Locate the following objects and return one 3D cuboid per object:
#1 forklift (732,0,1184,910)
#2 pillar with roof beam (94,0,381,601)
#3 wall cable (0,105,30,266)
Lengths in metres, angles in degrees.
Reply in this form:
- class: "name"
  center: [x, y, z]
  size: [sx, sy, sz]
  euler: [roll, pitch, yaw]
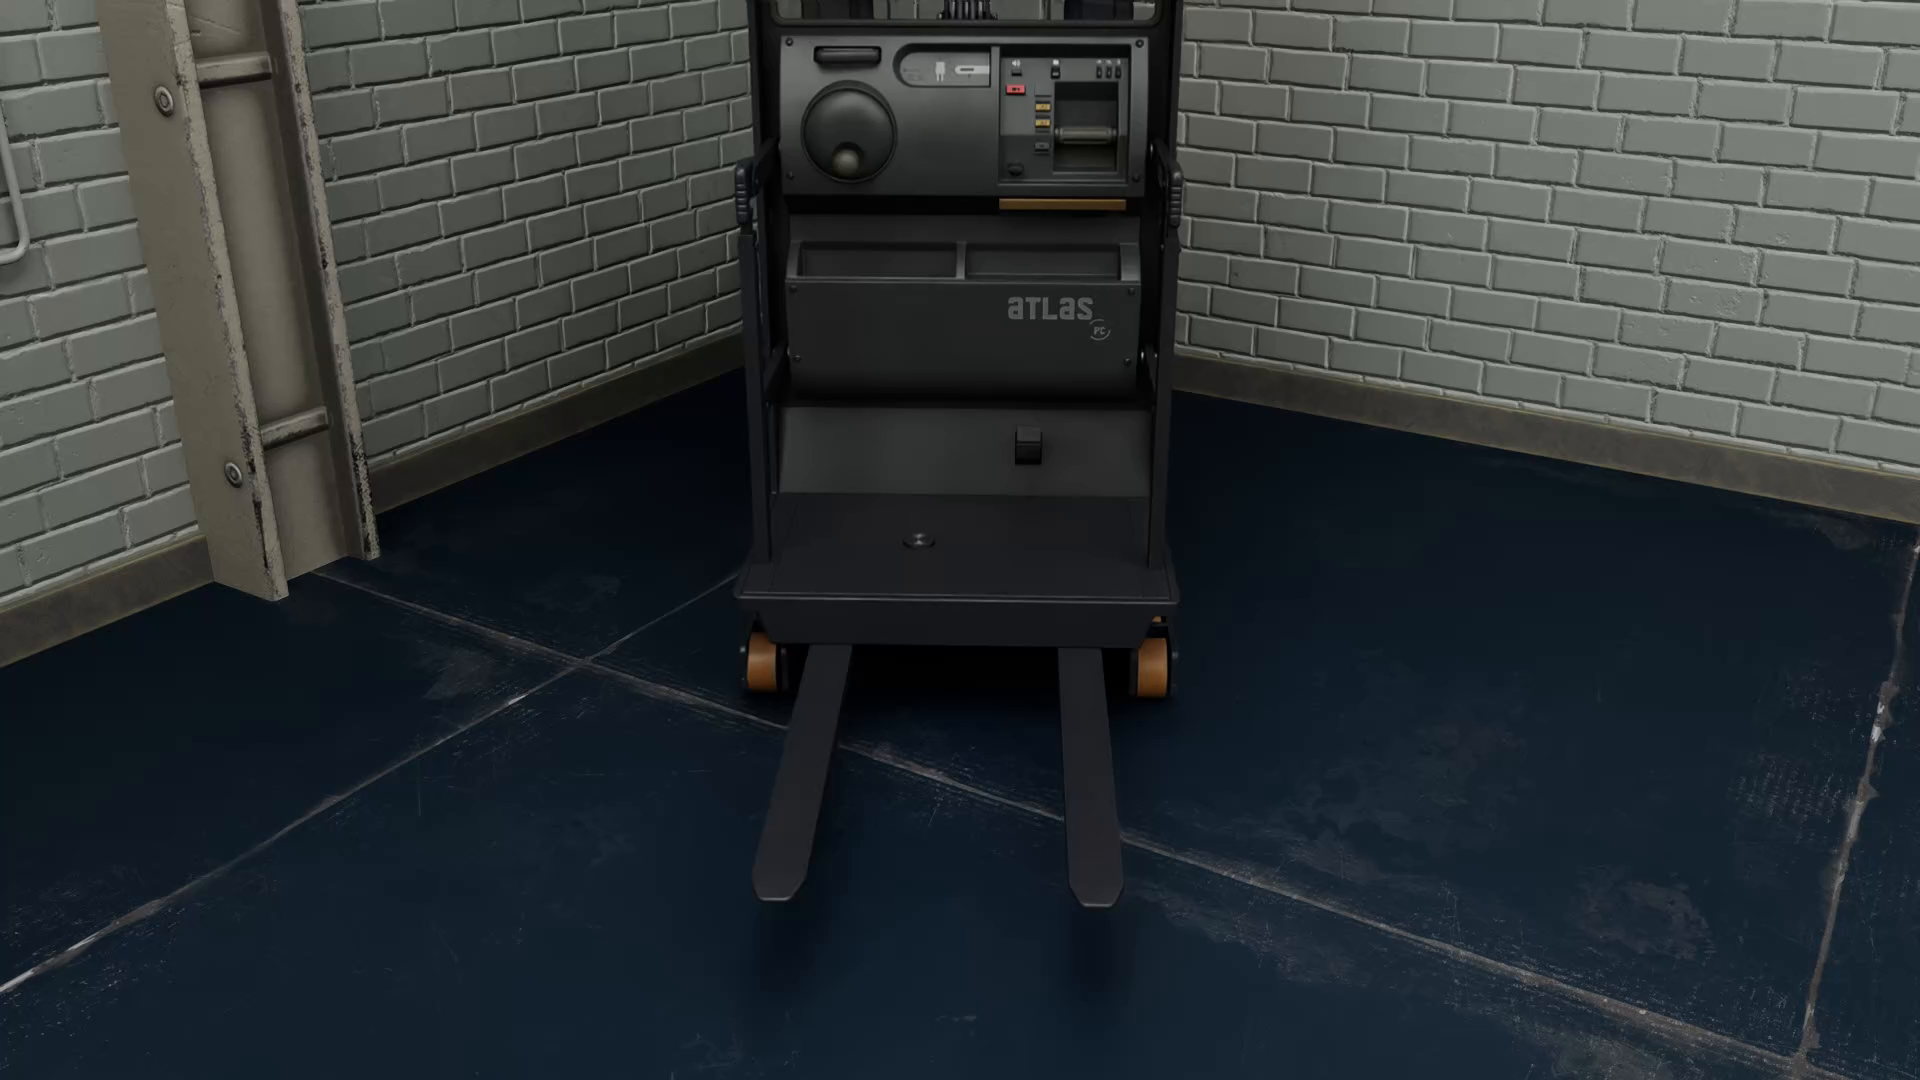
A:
- class: "forklift"
  center: [0.004, -1.061, 4.011]
  size: [1.130, 2.935, 3.031]
  euler: [1, 23, 2]
- class: "pillar with roof beam"
  center: [1.636, -3.147, 1.193]
  size: [9.100, 9.000, 0.400]
  euler: [14, 27, 29]
- class: "wall cable"
  center: [-2.839, -1.301, 3.200]
  size: [0.084, 1.984, 1.851]
  euler: [14, 27, 29]
